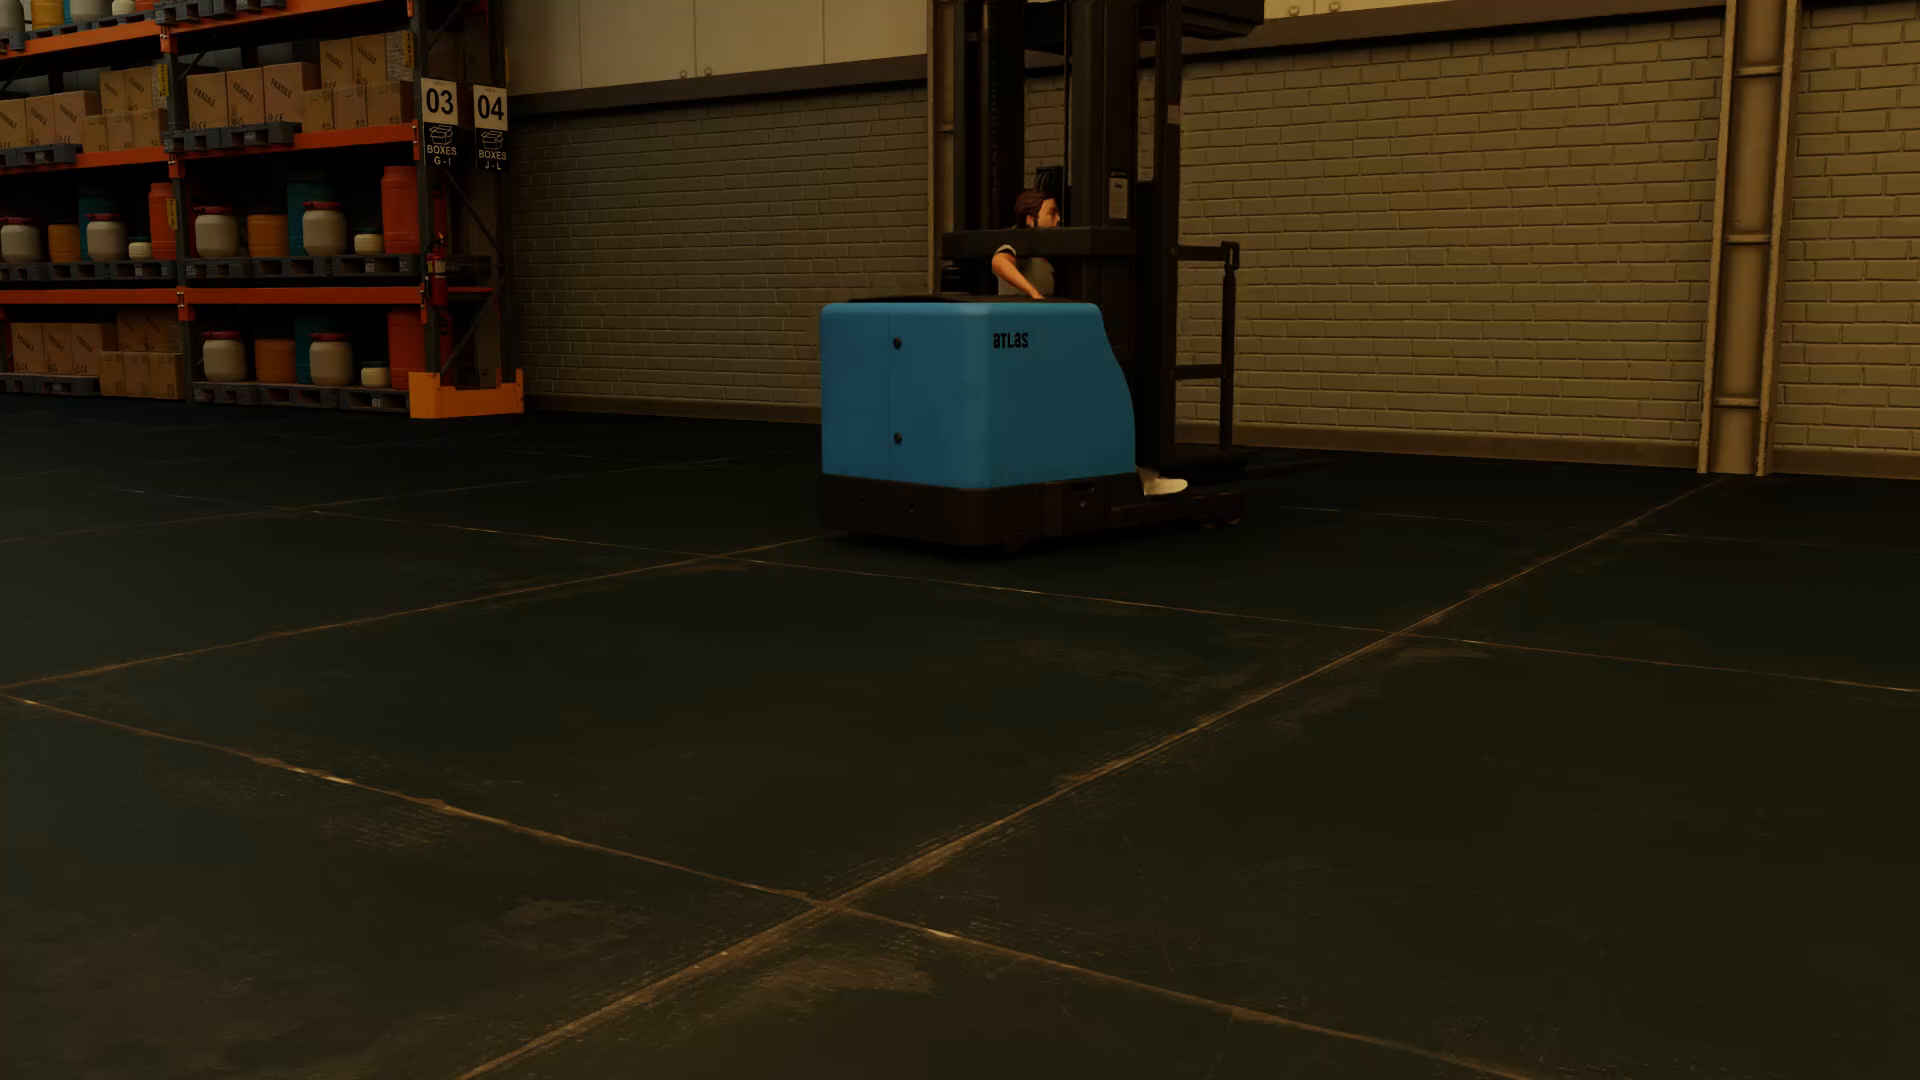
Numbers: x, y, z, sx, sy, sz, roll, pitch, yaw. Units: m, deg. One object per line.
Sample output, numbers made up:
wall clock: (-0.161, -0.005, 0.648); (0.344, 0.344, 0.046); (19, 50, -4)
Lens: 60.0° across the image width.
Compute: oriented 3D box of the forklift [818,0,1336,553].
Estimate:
forklift: (0.753, -1.548, 8.078); (1.130, 2.935, 3.031); (8, 11, 44)

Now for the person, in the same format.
person: (0.595, -0.855, 7.692); (0.878, 1.527, 0.979); (4, 9, 23)
